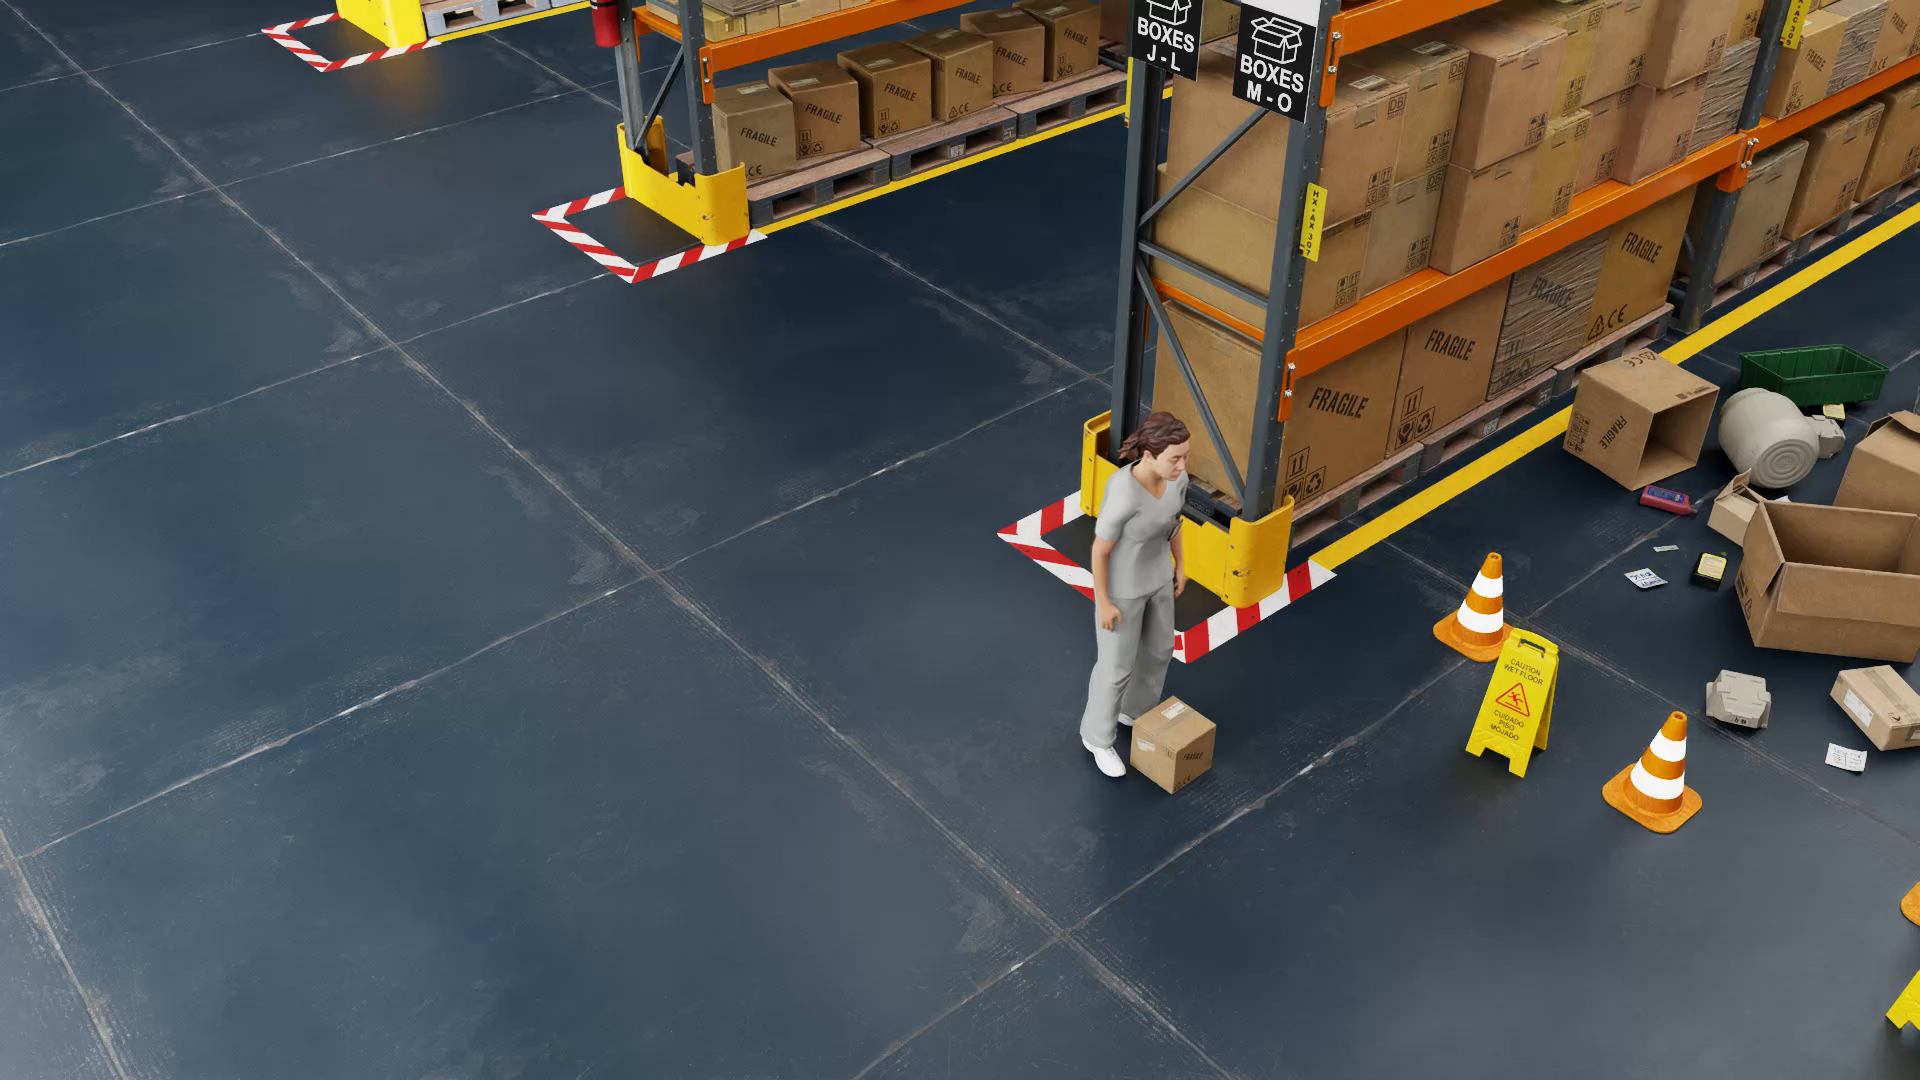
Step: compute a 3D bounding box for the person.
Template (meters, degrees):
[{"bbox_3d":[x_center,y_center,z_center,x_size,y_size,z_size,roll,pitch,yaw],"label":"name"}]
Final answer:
[{"bbox_3d":[0.736,0.190,6.817,0.485,1.672,0.360,-26,43,-31],"label":"person"}]
